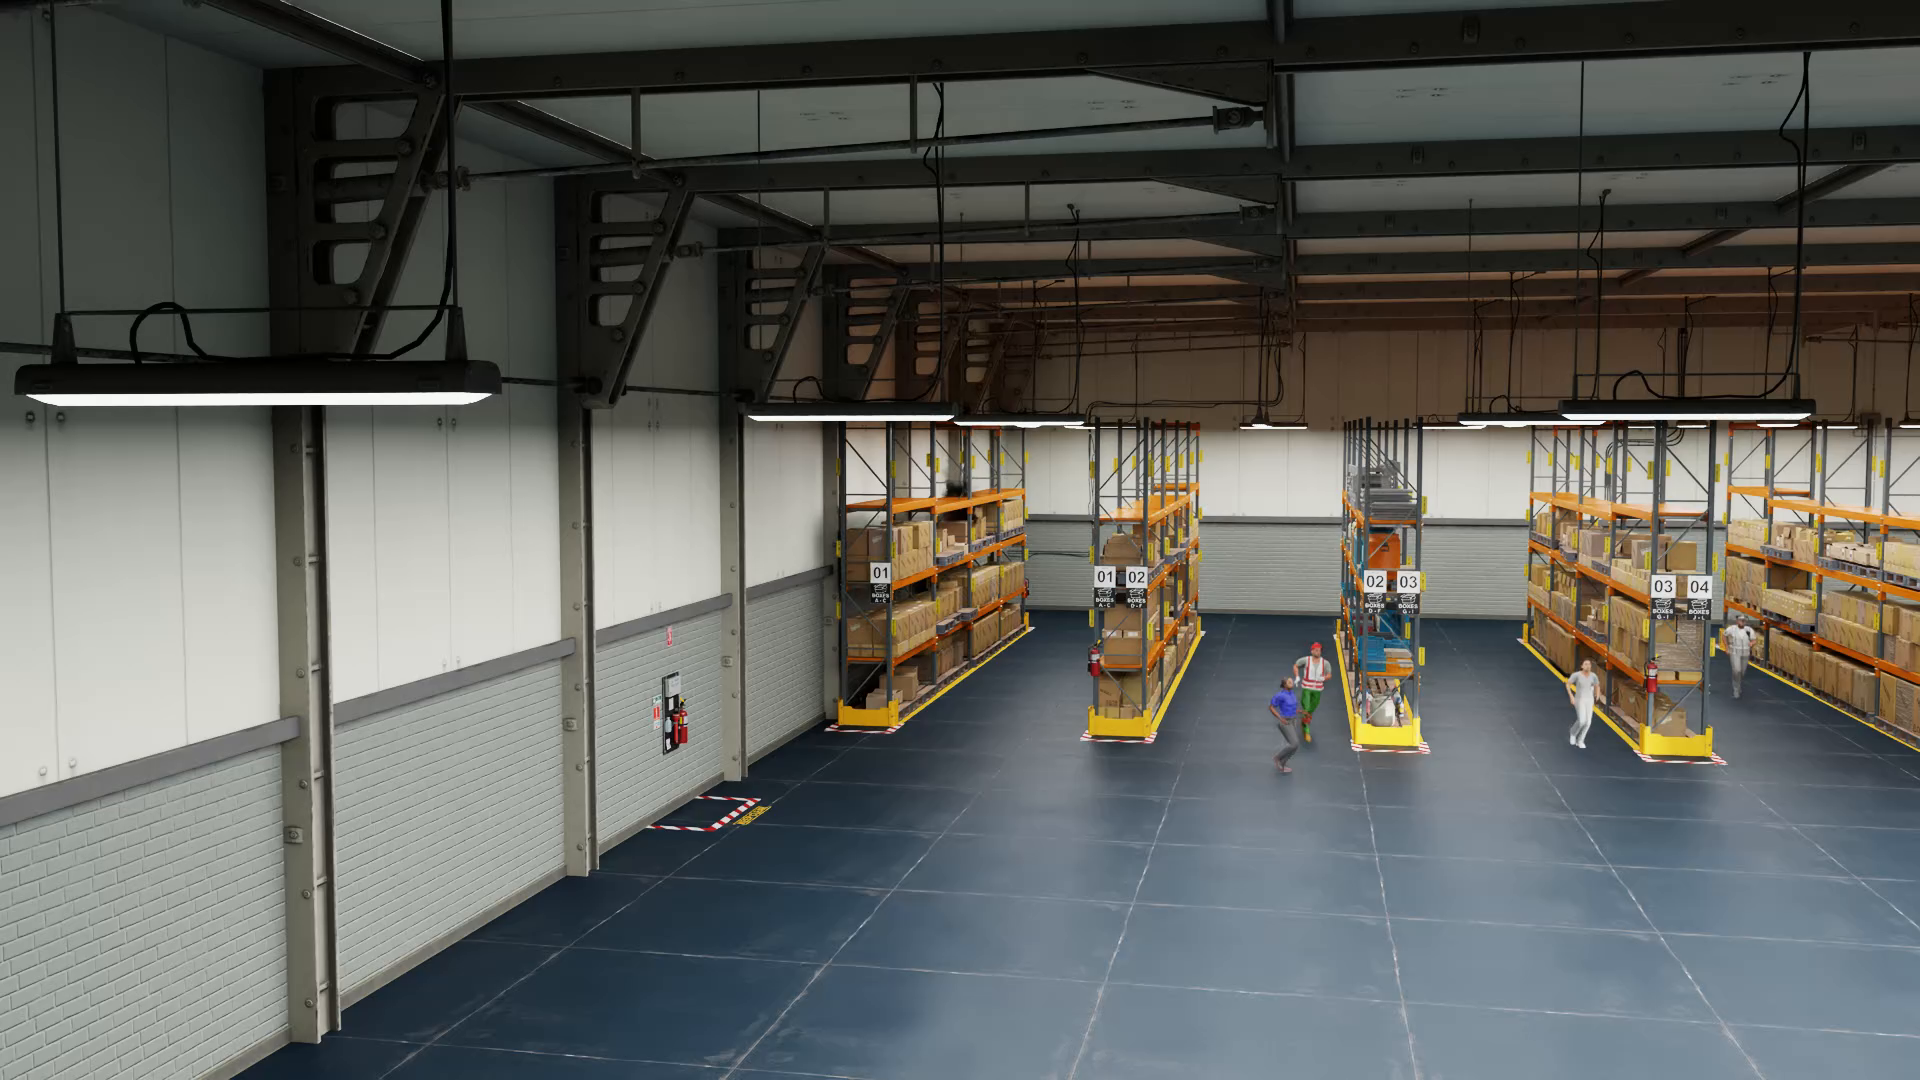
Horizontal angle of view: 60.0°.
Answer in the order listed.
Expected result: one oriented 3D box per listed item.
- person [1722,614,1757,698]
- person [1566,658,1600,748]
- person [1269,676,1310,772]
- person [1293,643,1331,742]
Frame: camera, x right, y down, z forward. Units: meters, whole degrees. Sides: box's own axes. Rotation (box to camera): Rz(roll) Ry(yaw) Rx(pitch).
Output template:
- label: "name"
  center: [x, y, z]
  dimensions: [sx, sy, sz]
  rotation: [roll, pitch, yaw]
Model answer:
- label: "person"
  center: [16.930, 2.507, 36.078]
  dimensions: [0.645, 1.842, 0.799]
  rotation: [0, 4, 7]
- label: "person"
  center: [11.319, 2.956, 30.105]
  dimensions: [0.572, 1.628, 0.537]
  rotation: [0, 4, -3]
- label: "person"
  center: [5.545, 3.099, 27.876]
  dimensions: [0.557, 1.615, 0.556]
  rotation: [3, 5, 38]
- label: "person"
  center: [6.607, 2.823, 31.154]
  dimensions: [0.683, 1.821, 0.904]
  rotation: [0, 4, -3]
